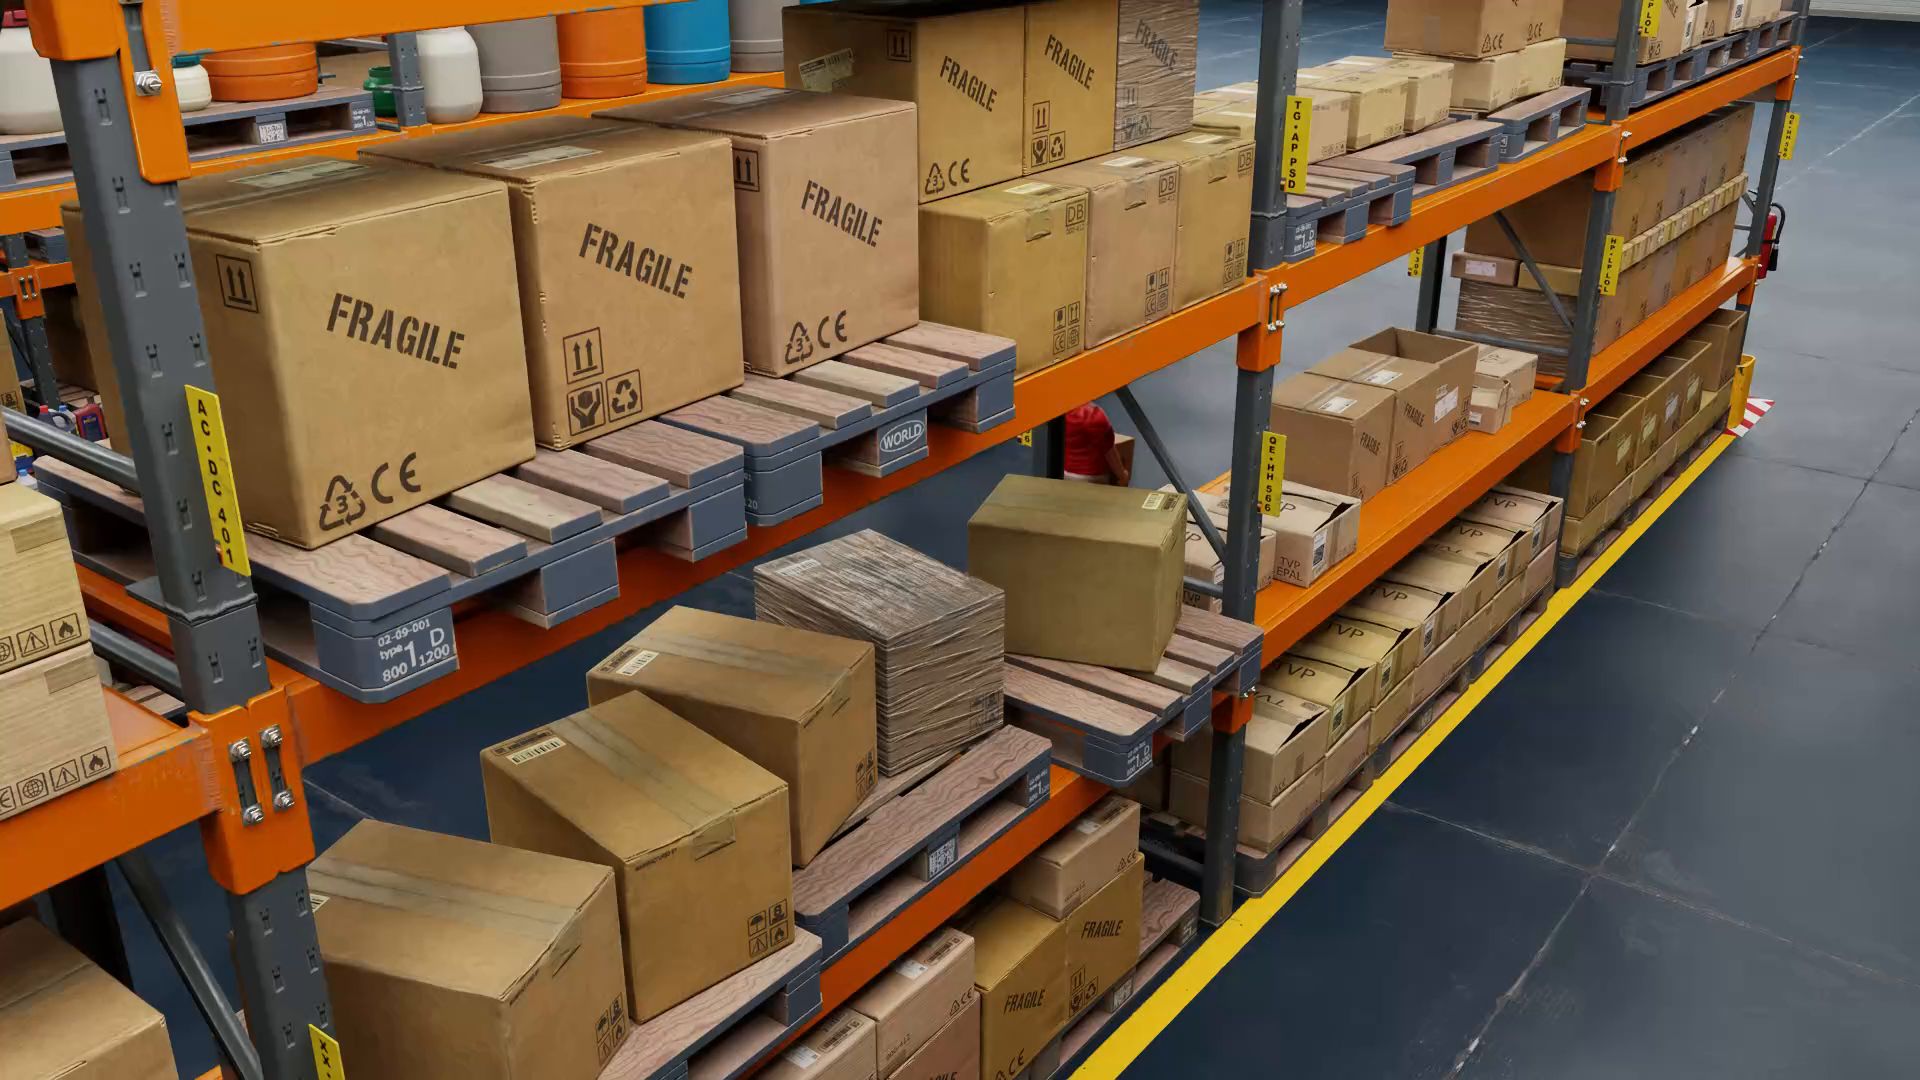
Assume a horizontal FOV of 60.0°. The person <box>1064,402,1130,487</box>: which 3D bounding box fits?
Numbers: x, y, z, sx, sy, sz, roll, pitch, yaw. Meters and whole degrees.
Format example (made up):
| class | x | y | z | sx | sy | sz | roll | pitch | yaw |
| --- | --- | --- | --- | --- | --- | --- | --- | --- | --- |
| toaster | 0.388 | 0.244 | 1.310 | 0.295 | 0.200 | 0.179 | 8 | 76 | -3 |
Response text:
| class | x | y | z | sx | sy | sz | roll | pitch | yaw |
| --- | --- | --- | --- | --- | --- | --- | --- | --- | --- |
| person | 0.671 | -0.260 | 9.236 | 0.493 | 1.712 | 0.530 | 17 | 29 | 34 |
